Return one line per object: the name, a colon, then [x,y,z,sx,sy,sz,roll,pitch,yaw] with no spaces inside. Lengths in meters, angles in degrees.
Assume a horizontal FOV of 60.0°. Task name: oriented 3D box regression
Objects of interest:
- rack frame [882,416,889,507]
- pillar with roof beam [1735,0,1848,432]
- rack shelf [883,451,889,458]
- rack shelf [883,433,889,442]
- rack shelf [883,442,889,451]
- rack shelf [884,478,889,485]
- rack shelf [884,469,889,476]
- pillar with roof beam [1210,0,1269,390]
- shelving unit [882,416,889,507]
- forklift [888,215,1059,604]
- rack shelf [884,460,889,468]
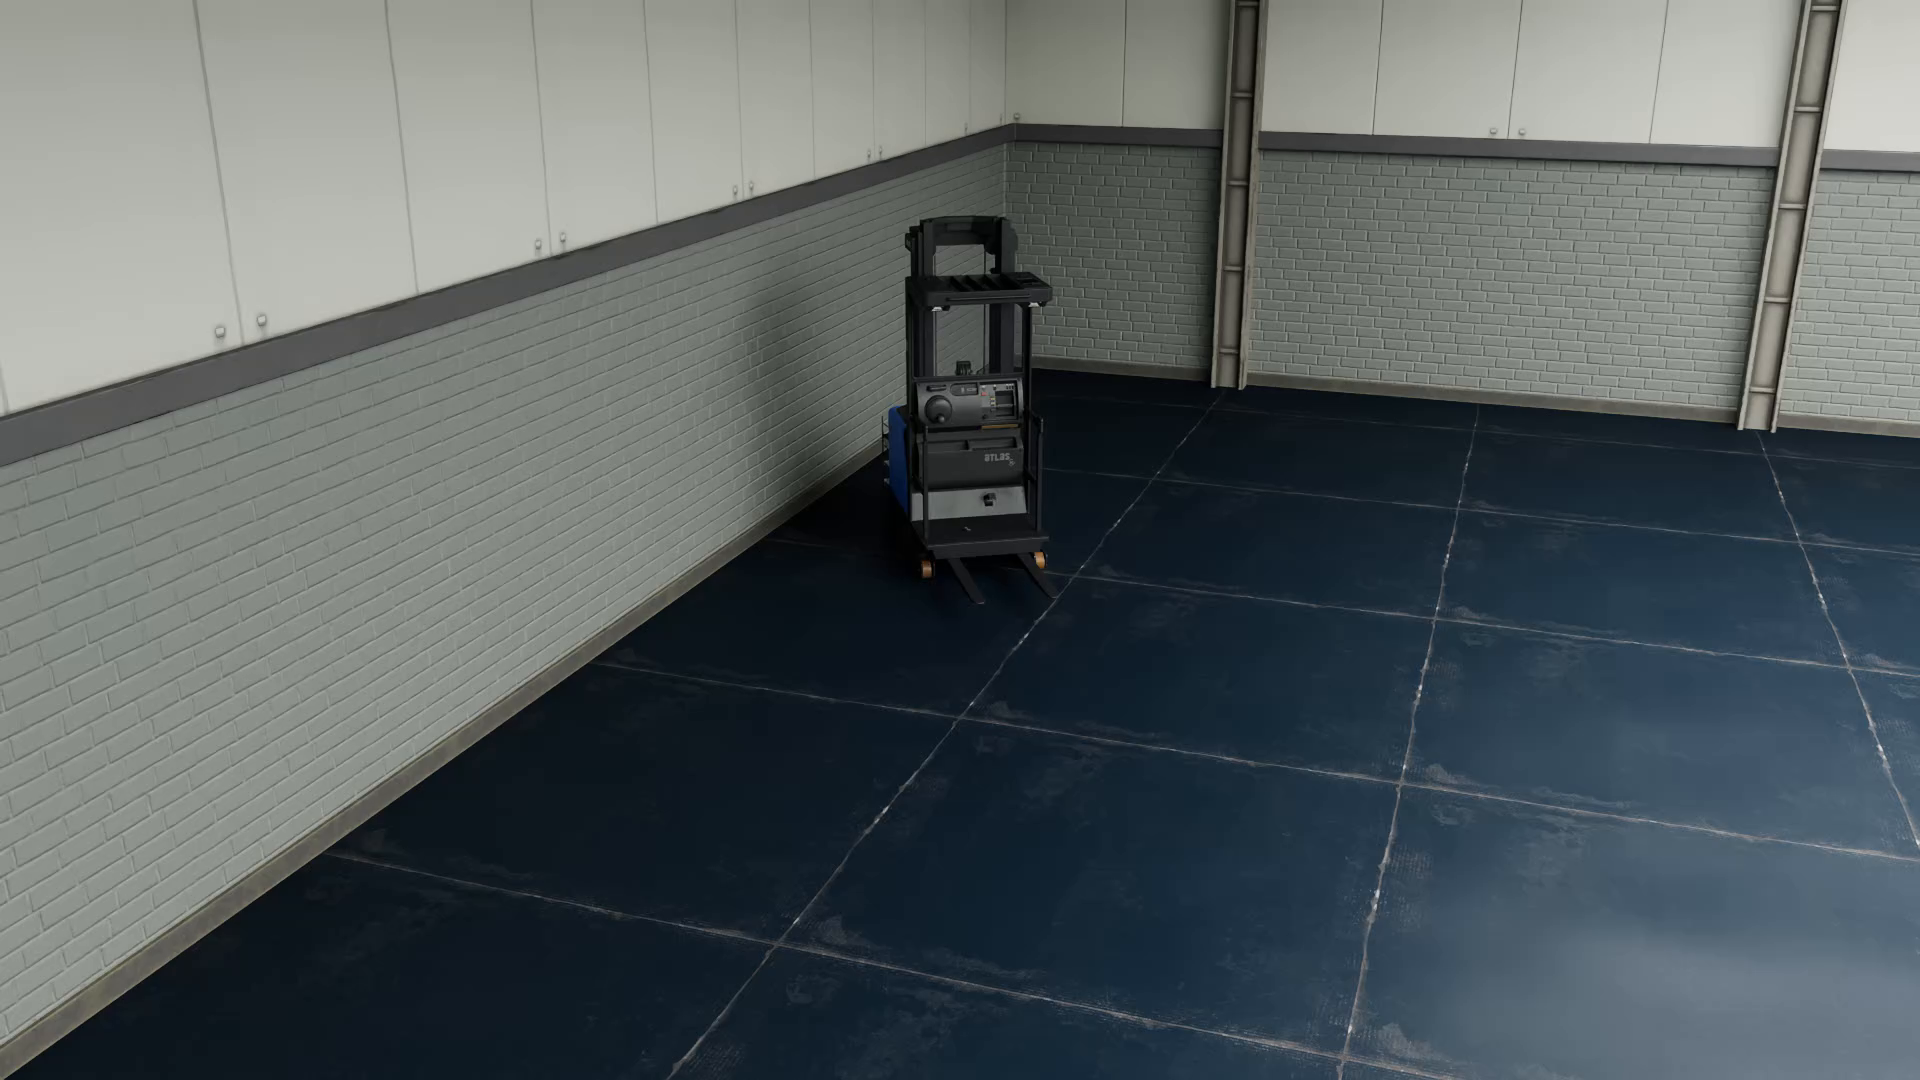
rack frame: [-0.703,-0.722,15.896,0.006,0.900,0.240,-7,20,-19]
pillar with roof beam: [7.599,-4.185,13.524,0.400,9.000,9.100,7,20,18]
rack shelf: [-0.607,-0.787,15.910,0.200,0.077,0.258,-7,20,-19]
rack shelf: [-0.607,-0.957,15.851,0.200,0.077,0.258,-7,20,-19]
rack shelf: [-0.607,-0.872,15.880,0.200,0.077,0.258,-7,20,-19]
rack shelf: [-0.607,-0.532,15.999,0.200,0.077,0.258,-7,20,-19]
rack shelf: [-0.607,-0.617,15.969,0.200,0.077,0.258,-7,20,-19]
pillar with roof beam: [1.931,-4.833,15.384,0.400,9.000,9.100,7,20,18]
shelving unit: [-0.607,-0.734,15.929,0.210,0.900,0.258,-7,20,-19]
forklift: [0.133,-1.184,14.134,1.130,2.935,3.031,-4,20,-12]
rack shelf: [-0.607,-0.702,15.940,0.200,0.077,0.258,-7,20,-19]
